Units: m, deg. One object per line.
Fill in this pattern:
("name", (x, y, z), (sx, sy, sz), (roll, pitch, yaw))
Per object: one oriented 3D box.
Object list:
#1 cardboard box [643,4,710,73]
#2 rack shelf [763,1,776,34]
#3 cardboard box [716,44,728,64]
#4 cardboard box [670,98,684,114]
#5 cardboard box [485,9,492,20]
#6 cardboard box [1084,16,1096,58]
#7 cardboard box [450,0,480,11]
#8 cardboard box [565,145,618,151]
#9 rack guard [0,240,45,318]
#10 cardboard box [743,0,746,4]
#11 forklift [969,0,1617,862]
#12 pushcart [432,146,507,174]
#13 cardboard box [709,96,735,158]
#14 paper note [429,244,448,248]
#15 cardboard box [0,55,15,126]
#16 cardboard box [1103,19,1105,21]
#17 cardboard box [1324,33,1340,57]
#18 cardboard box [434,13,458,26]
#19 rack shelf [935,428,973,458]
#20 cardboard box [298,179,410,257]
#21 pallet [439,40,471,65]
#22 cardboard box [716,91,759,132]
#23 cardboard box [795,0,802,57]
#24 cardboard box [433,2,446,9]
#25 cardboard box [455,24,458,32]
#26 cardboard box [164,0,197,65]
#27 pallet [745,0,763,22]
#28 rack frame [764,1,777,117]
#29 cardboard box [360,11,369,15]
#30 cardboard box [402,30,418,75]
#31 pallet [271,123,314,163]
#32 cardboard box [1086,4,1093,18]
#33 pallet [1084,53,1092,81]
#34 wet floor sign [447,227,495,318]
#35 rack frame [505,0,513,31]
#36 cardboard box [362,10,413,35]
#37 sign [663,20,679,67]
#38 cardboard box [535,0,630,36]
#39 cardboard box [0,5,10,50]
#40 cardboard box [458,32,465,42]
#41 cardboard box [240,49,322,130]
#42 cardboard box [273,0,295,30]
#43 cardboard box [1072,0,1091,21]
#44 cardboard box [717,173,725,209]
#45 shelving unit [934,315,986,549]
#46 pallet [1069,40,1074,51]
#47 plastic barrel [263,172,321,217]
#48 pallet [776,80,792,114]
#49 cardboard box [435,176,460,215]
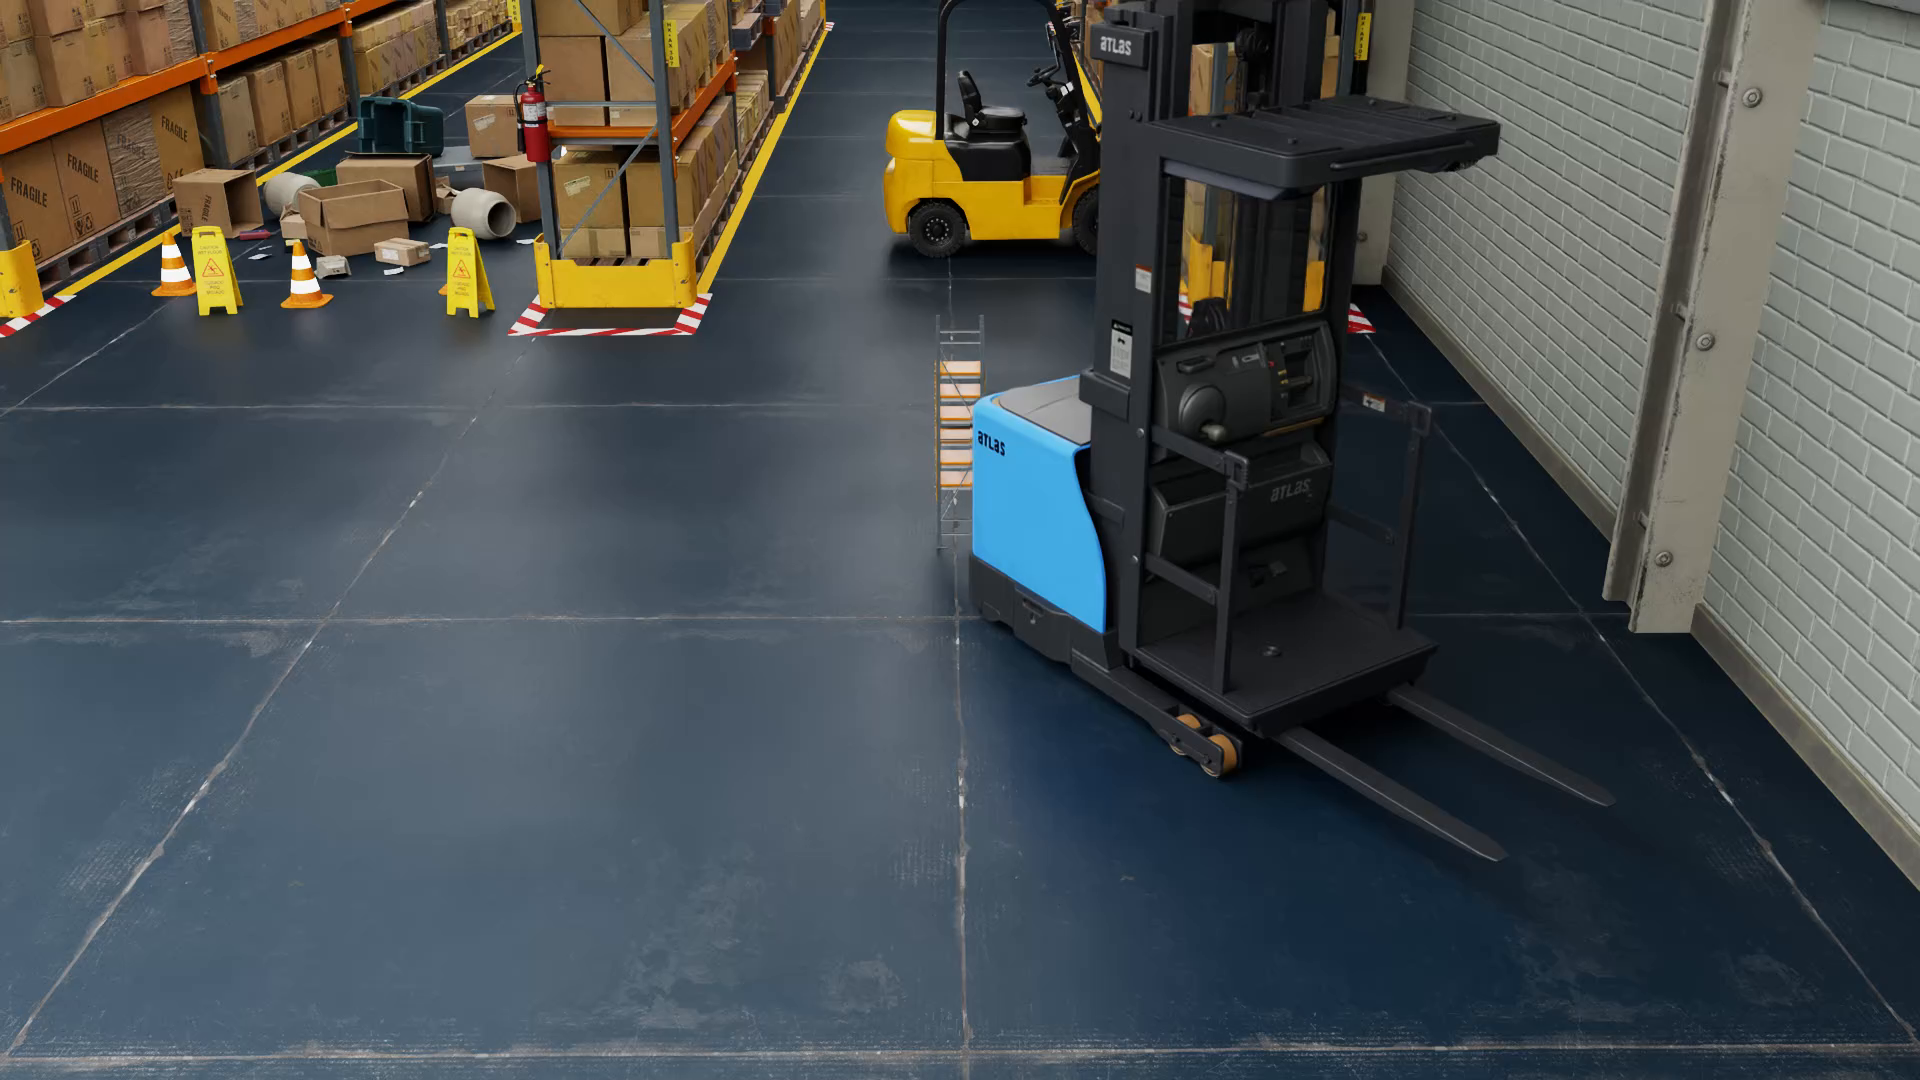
("cardboard box", (-2.379, -4.183, 13.876), (0.500, 0.500, 0.500), (-1, 24, -2))
("rack shelf", (-2.731, -6.965, 21.384), (1.077, 0.370, 4.000), (0, 24, -1))
("cardboard box", (-2.348, -4.472, 15.304), (0.380, 0.149, 0.250), (0, 24, 1))
("cardboard box", (-2.357, -3.413, 12.960), (0.380, 0.149, 0.250), (-1, 24, -2))
("cardboard box", (-7.428, -8.086, 25.577), (0.380, 0.149, 0.250), (0, 24, 0))
("cardboard box", (1.991, -6.993, 23.096), (0.500, 0.500, 0.500), (1, 24, 2))
("cardboard box", (-7.521, -8.112, 25.273), (0.380, 0.149, 0.250), (-1, 24, -2))
("cardboard box", (-2.962, -3.228, 13.378), (0.380, 0.149, 0.250), (0, 24, 1))
("rack guard", (-7.570, -1.960, 12.477), (1.175, 0.500, 0.348), (0, 24, -1))
("cardboard box", (-2.390, -5.594, 16.487), (0.500, 0.500, 0.500), (0, 24, 0))
("forklift", (1.285, -0.614, 6.550), (1.130, 2.935, 3.031), (-16, 29, -31))
("pushcart", (-4.945, -3.595, 16.241), (1.648, 0.377, 0.936), (-9, 26, -19))
("cardboard box", (-2.391, -3.858, 15.558), (0.500, 0.500, 0.500), (-1, 24, -1))
("paper note", (-4.482, -2.546, 14.356), (0.148, 0.019, 0.142), (8, 26, 18))
("cardboard box", (-7.620, -3.330, 12.290), (0.875, 0.550, 0.550), (0, 24, -1))
("cardboard box", (2.057, -6.691, 21.641), (0.380, 0.149, 0.250), (0, 24, 0))
("cardboard box", (2.597, -3.678, 12.335), (0.380, 0.149, 0.250), (-1, 24, -2))
("cardboard box", (-7.442, -7.473, 23.862), (0.380, 0.149, 0.250), (1, 24, 2))
("rack shelf", (0.000, -0.500, 8.508), (0.258, 0.103, 0.180), (0, 24, -1))
("cardboard box", (-5.173, -2.747, 14.214), (0.797, 0.503, 0.637), (-19, 31, -36))
("pallet", (-7.744, -7.059, 24.103), (1.003, 0.211, 1.213), (0, 24, -1))
("cardboard box", (-2.694, -4.614, 17.990), (0.950, 0.372, 0.625), (1, 24, 1))
("cardboard box", (-2.666, -7.085, 22.845), (0.875, 0.875, 0.875), (0, 24, 1))
("cardboard box", (-7.946, -8.002, 25.031), (0.380, 0.149, 0.250), (0, 24, 0))
("cardboard box", (-7.517, -7.436, 24.141), (0.380, 0.149, 0.250), (0, 24, -1))
("cardboard box", (-7.598, -4.673, 15.261), (0.875, 0.550, 0.550), (0, 24, -1))
("pallet", (-2.647, -5.566, 17.650), (1.003, 0.211, 1.213), (0, 24, -1))
("rack frame", (-2.709, -6.469, 19.413), (1.000, 3.000, 0.127), (0, 24, -1))
("cardboard box", (-7.948, -6.712, 21.565), (0.500, 0.250, 0.500), (1, 24, 1))
("cardboard box", (-7.435, -6.379, 21.738), (0.500, 0.500, 0.500), (-1, 24, -2))
("pallet", (-7.714, -4.308, 18.019), (1.003, 0.211, 1.213), (0, 24, -1))
("cardboard box", (1.948, -7.340, 23.076), (0.380, 0.149, 0.250), (1, 24, 2))
("pallet", (2.257, -6.536, 22.944), (1.003, 0.211, 1.213), (0, 24, -1))
("wet floor sign", (-3.690, -2.017, 12.426), (0.267, 0.644, 0.232), (8, 26, 18))
("rack frame", (-7.745, -9.702, 26.561), (1.000, 3.000, 0.127), (0, 24, -1))
("cardboard box", (-7.428, -6.712, 21.564), (0.500, 0.250, 0.500), (-1, 24, -3))
("sign", (-2.079, -3.569, 11.952), (0.100, 0.325, 0.005), (0, 24, -1))
("cardboard box", (-2.846, -4.019, 12.300), (0.700, 0.500, 0.500), (-1, 24, -2))
("cardboard box", (-7.536, -3.822, 12.068), (0.875, 0.550, 0.550), (0, 24, -1))
("cardboard box", (-7.442, -7.309, 24.221), (0.380, 0.149, 0.250), (0, 24, -1))
("cardboard box", (-7.728, -4.960, 18.297), (1.050, 0.750, 0.750), (0, 24, 0))
("cardboard box", (-7.365, -5.644, 17.467), (0.500, 0.500, 0.500), (0, 24, 0))
("cardboard box", (2.061, -7.809, 24.900), (0.700, 0.500, 0.500), (-1, 24, -3))
("cardboard box", (-2.374, -3.088, 14.765), (0.500, 0.250, 0.500), (0, 24, 0))
("shelving unit", (0.000, -0.541, 8.490), (0.258, 1.200, 0.189), (0, 24, -1))
("pallet", (2.188, -7.657, 25.425), (1.003, 0.211, 1.213), (0, 24, -1))
("plastic barrel", (-6.068, -3.122, 15.140), (0.512, 0.421, 0.421), (19, 30, 35))
("pallet", (-2.642, -5.524, 20.707), (1.003, 0.211, 1.213), (0, 24, -1))
("cardboard box", (-4.803, -3.230, 15.569), (0.258, 0.266, 0.396), (-19, 31, -36))
